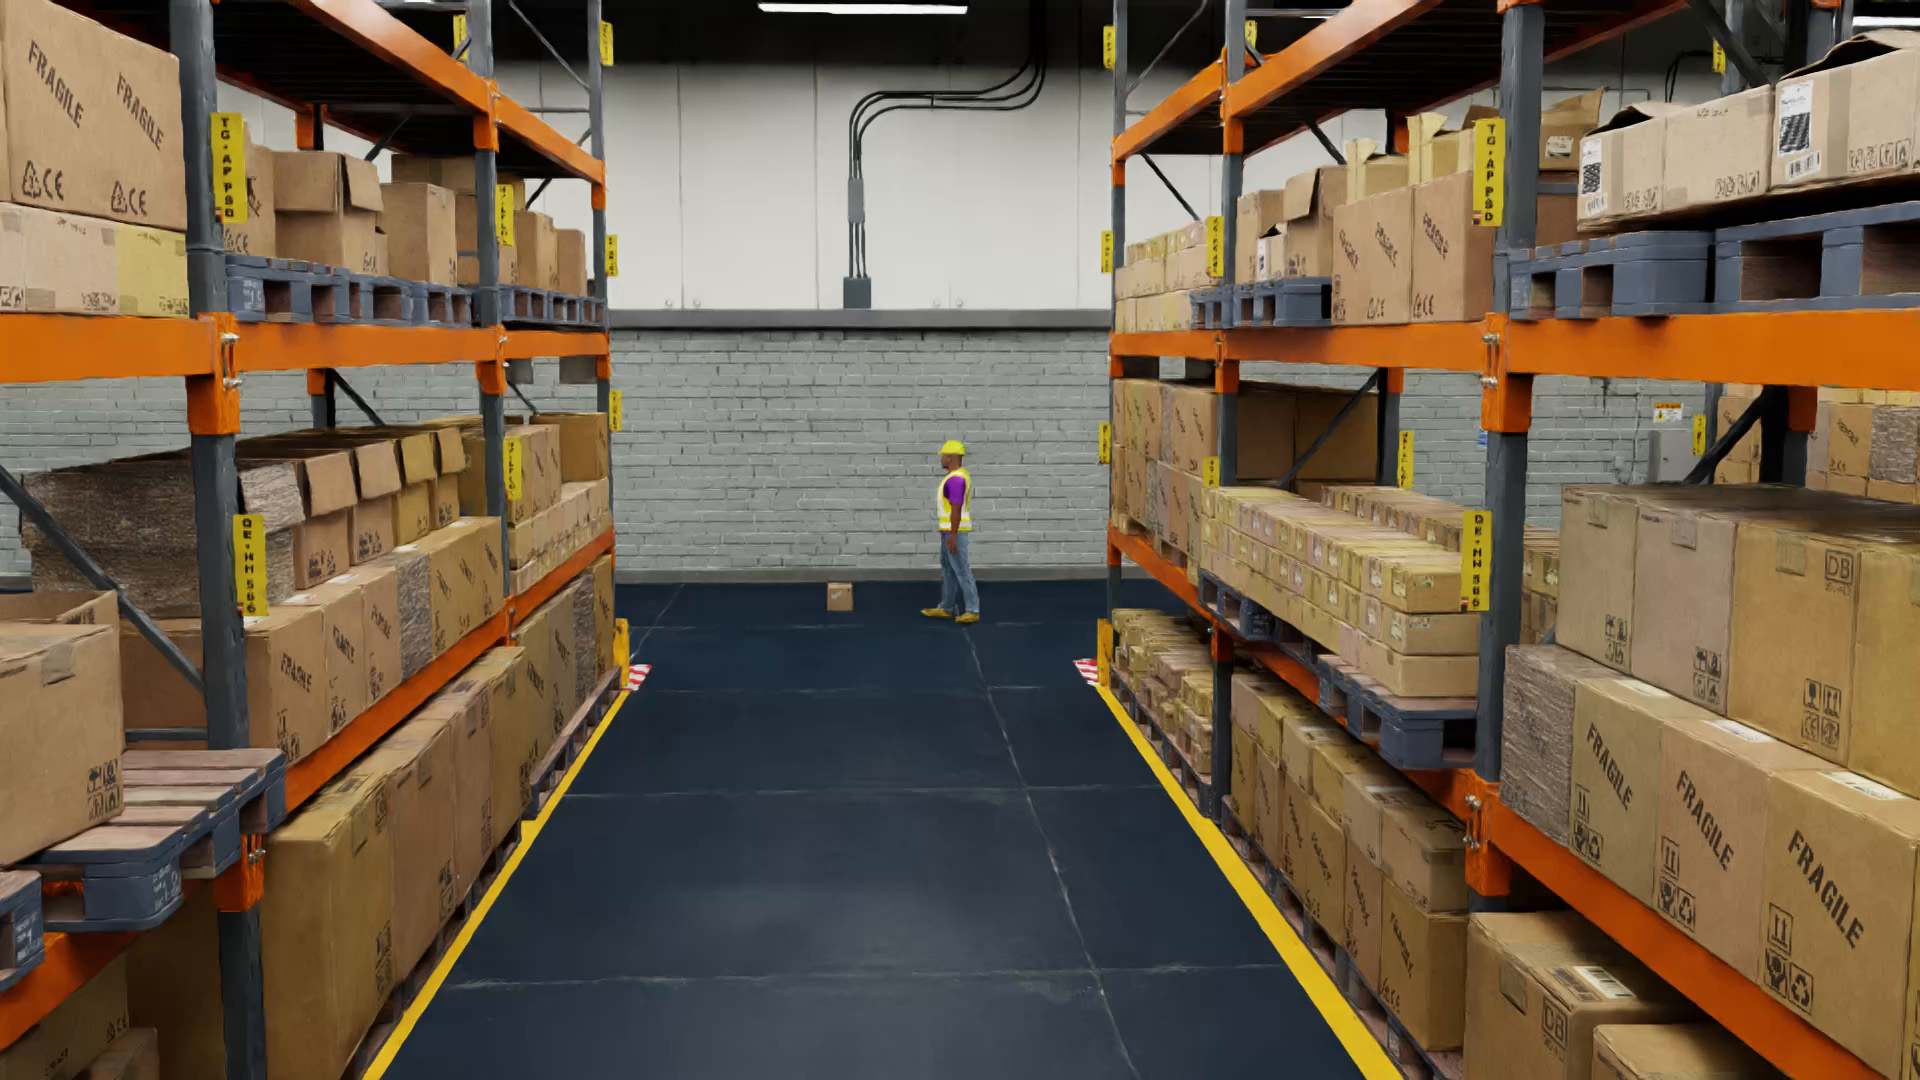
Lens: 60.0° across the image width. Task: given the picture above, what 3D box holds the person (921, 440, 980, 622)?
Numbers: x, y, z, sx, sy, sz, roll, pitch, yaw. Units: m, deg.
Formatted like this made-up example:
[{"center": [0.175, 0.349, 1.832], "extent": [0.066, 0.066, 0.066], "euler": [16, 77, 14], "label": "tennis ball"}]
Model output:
[{"center": [-0.094, -0.096, 16.345], "extent": [0.582, 1.768, 0.738], "euler": [0, 7, 0], "label": "person"}]
